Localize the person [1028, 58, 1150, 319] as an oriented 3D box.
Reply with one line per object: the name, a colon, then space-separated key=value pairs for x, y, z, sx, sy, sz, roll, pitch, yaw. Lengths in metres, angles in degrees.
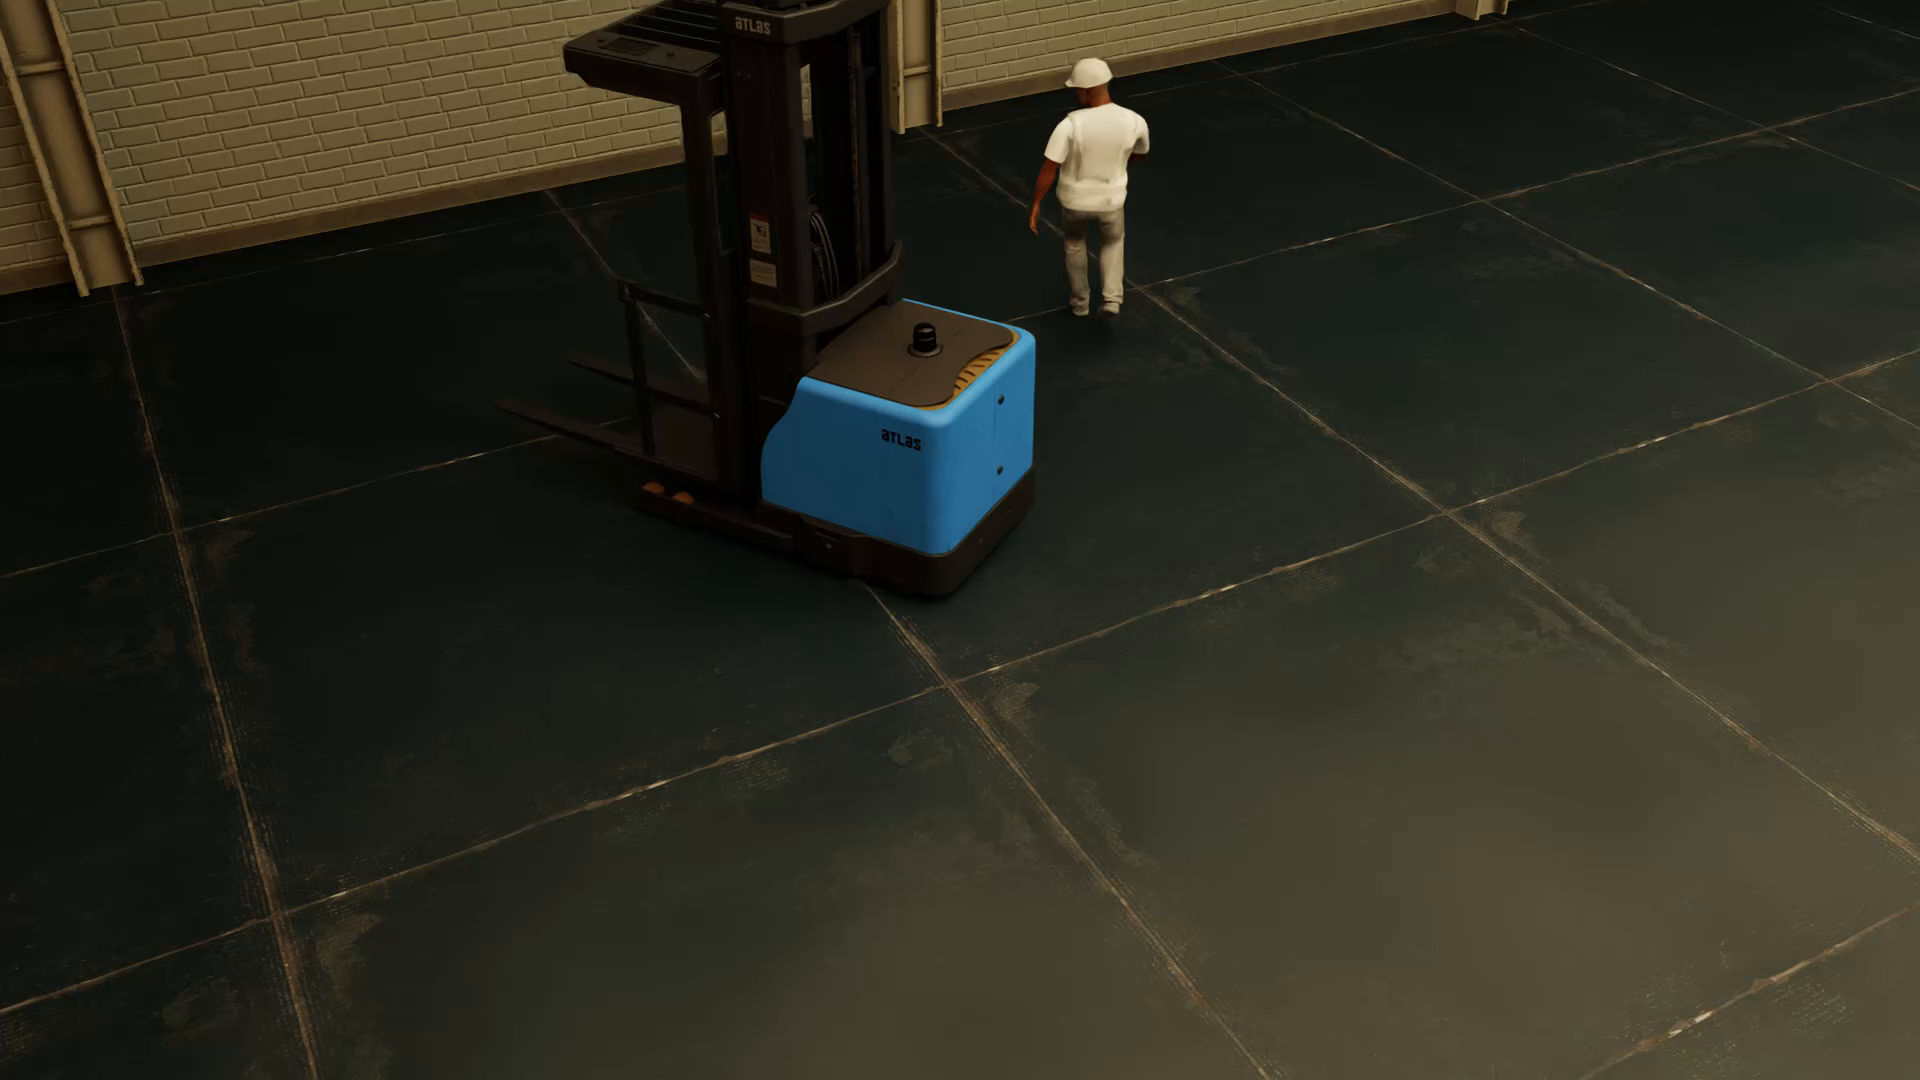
person: x=0.781 y=-2.129 z=10.200 sx=0.729 sy=1.709 sz=0.626 roll=1 pitch=35 yaw=1

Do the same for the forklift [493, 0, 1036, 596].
forklift: x=-1.148 y=-1.529 z=8.286 sx=3.031 sy=2.935 sz=1.130 roll=18 pitch=39 yaw=23
